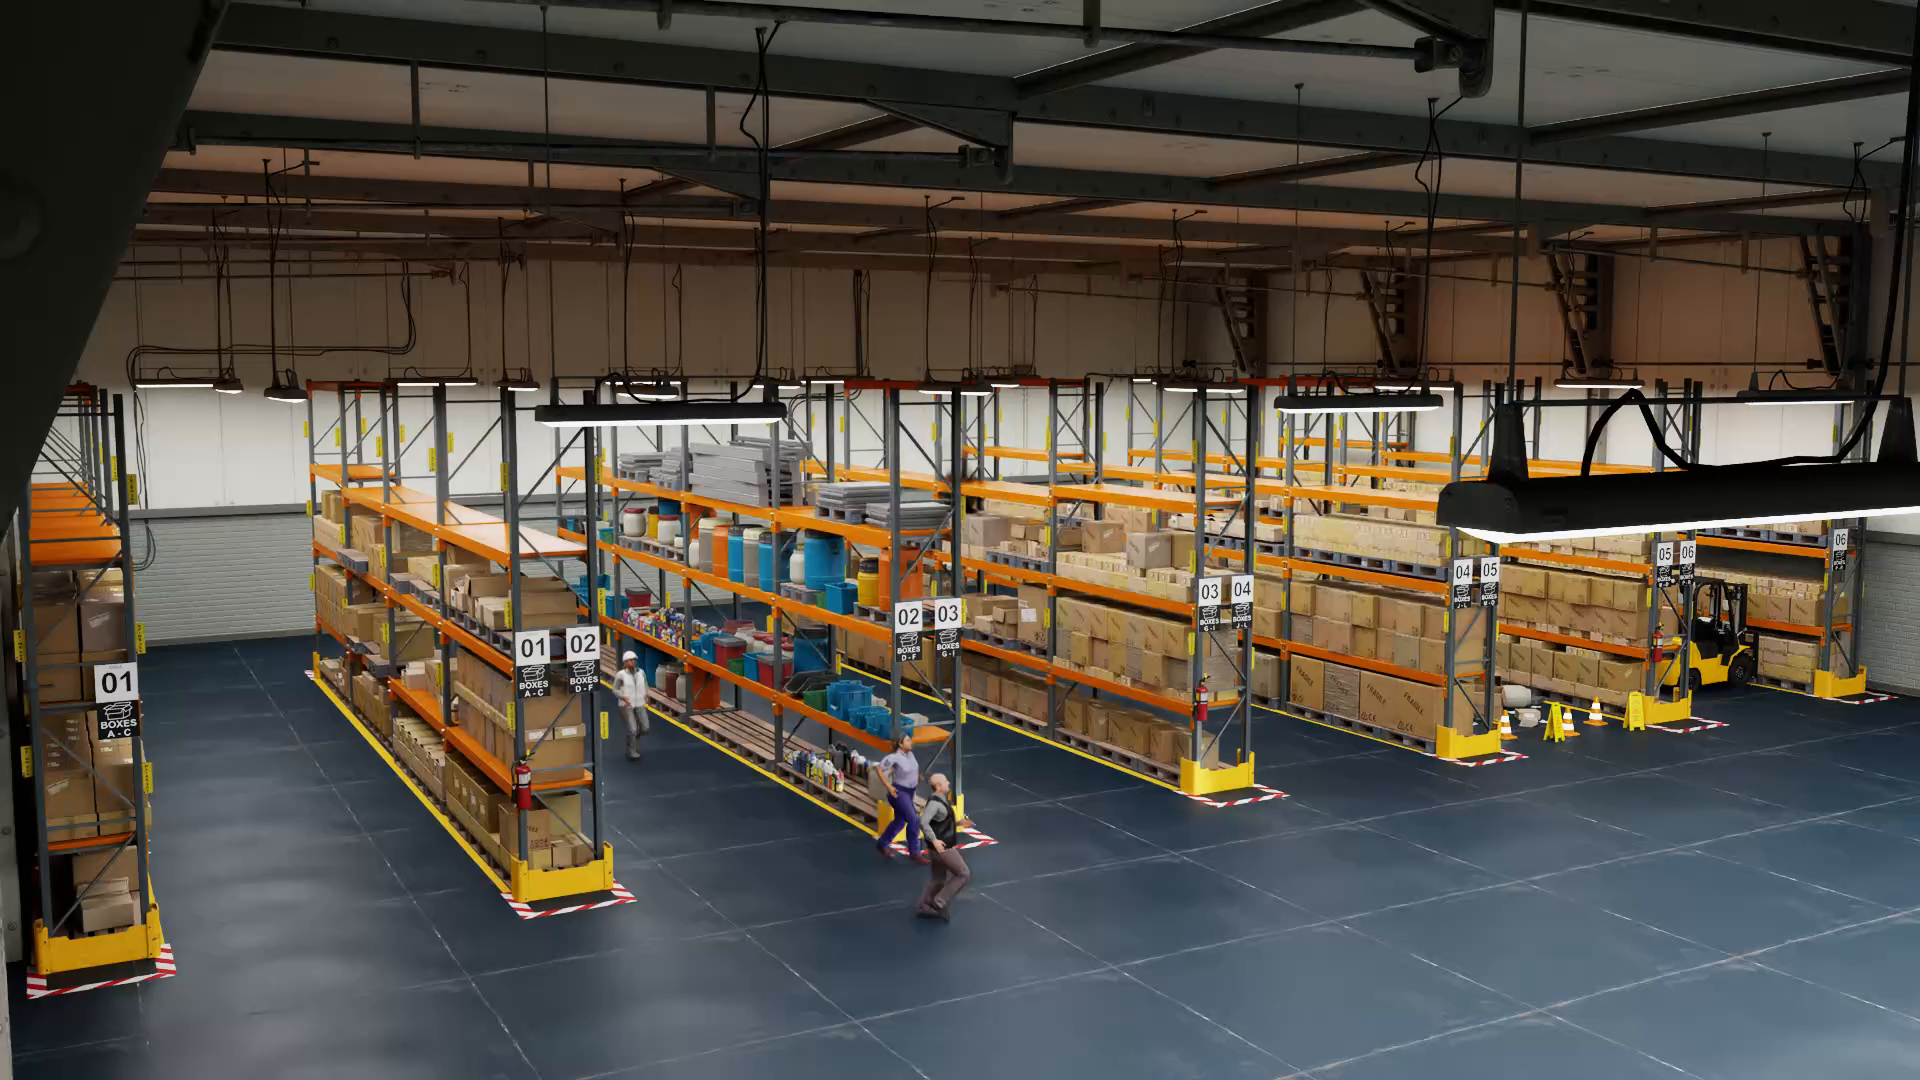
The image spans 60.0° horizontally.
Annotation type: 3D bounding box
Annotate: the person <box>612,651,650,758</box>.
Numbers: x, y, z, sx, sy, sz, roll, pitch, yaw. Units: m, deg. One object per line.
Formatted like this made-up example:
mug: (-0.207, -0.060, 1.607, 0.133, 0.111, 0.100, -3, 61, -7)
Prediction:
person: (-5.241, 2.637, 26.649, 0.638, 1.725, 0.576, -4, 7, -35)

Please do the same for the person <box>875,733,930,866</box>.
person: (-0.710, 3.254, 21.108, 0.813, 1.631, 0.594, 3, 7, 23)

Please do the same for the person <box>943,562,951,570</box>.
person: (-0.428, 1.058, 41.764, 0.876, 1.659, 0.627, -3, 7, -26)

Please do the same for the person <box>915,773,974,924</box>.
person: (-0.175, 3.481, 18.814, 0.670, 1.697, 0.637, -1, 6, -5)
